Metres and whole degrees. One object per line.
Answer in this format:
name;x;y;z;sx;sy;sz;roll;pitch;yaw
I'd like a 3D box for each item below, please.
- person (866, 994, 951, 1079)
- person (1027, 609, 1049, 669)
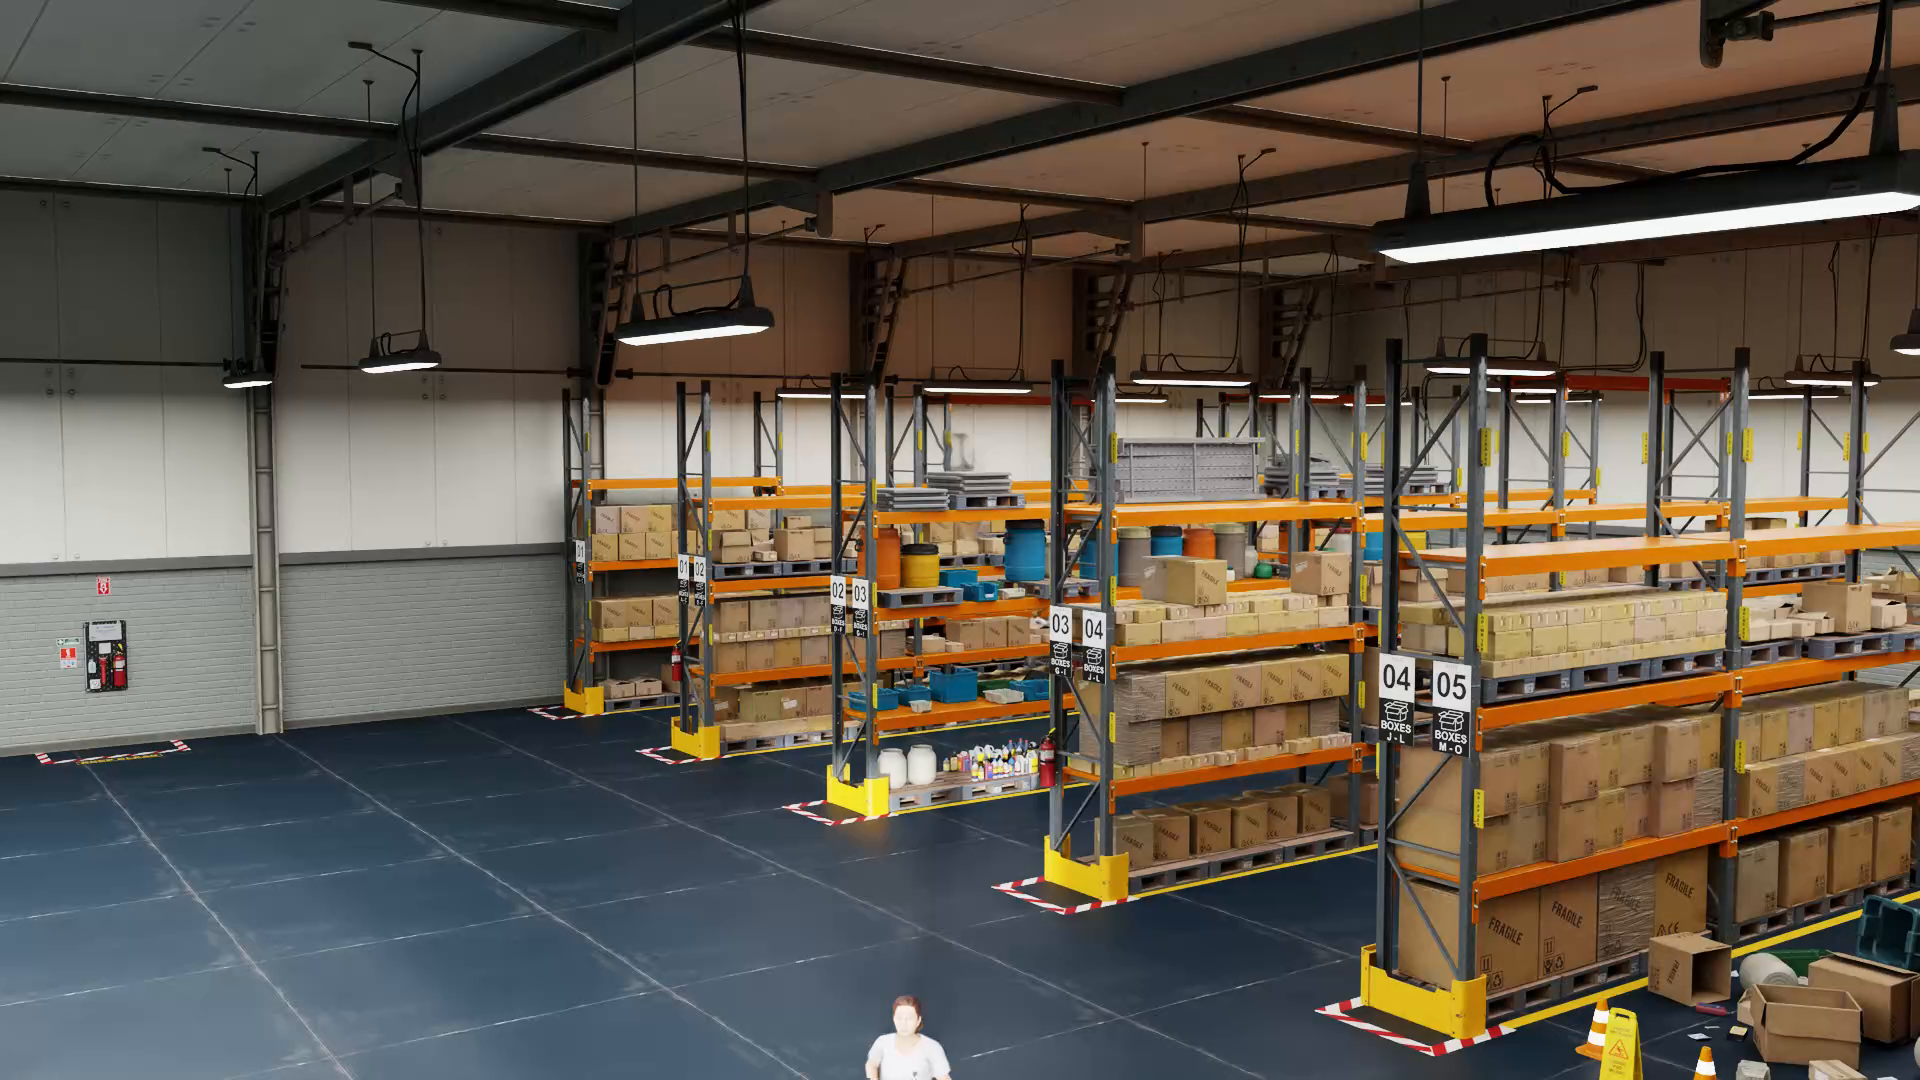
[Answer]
person;-0.327;3.650;10.364;0.577;1.656;0.914;0;4;7
person;1.586;2.147;34.219;0.611;1.671;0.696;3;5;43
